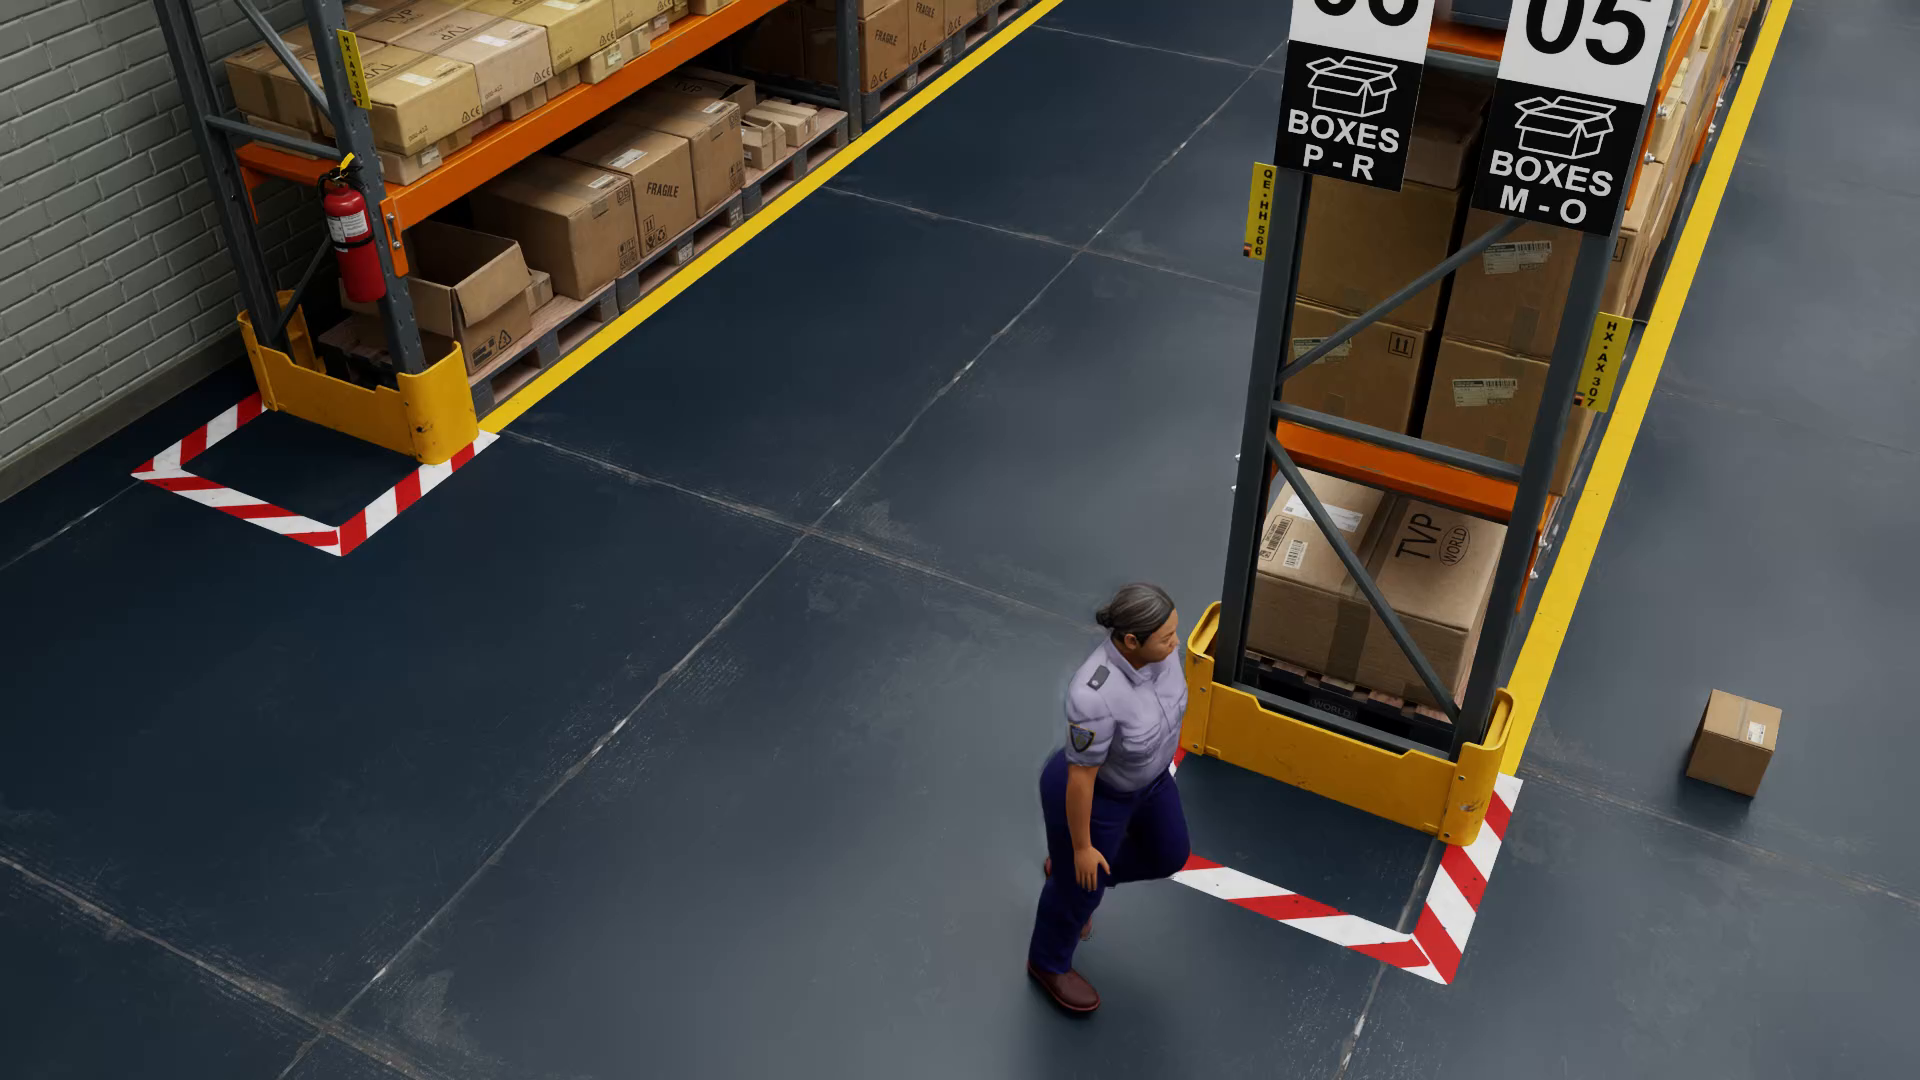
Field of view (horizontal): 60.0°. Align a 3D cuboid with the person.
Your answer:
[{"bbox_3d":[0.449,0.760,5.172,0.485,1.627,0.618,25,45,28],"label":"person"}]
